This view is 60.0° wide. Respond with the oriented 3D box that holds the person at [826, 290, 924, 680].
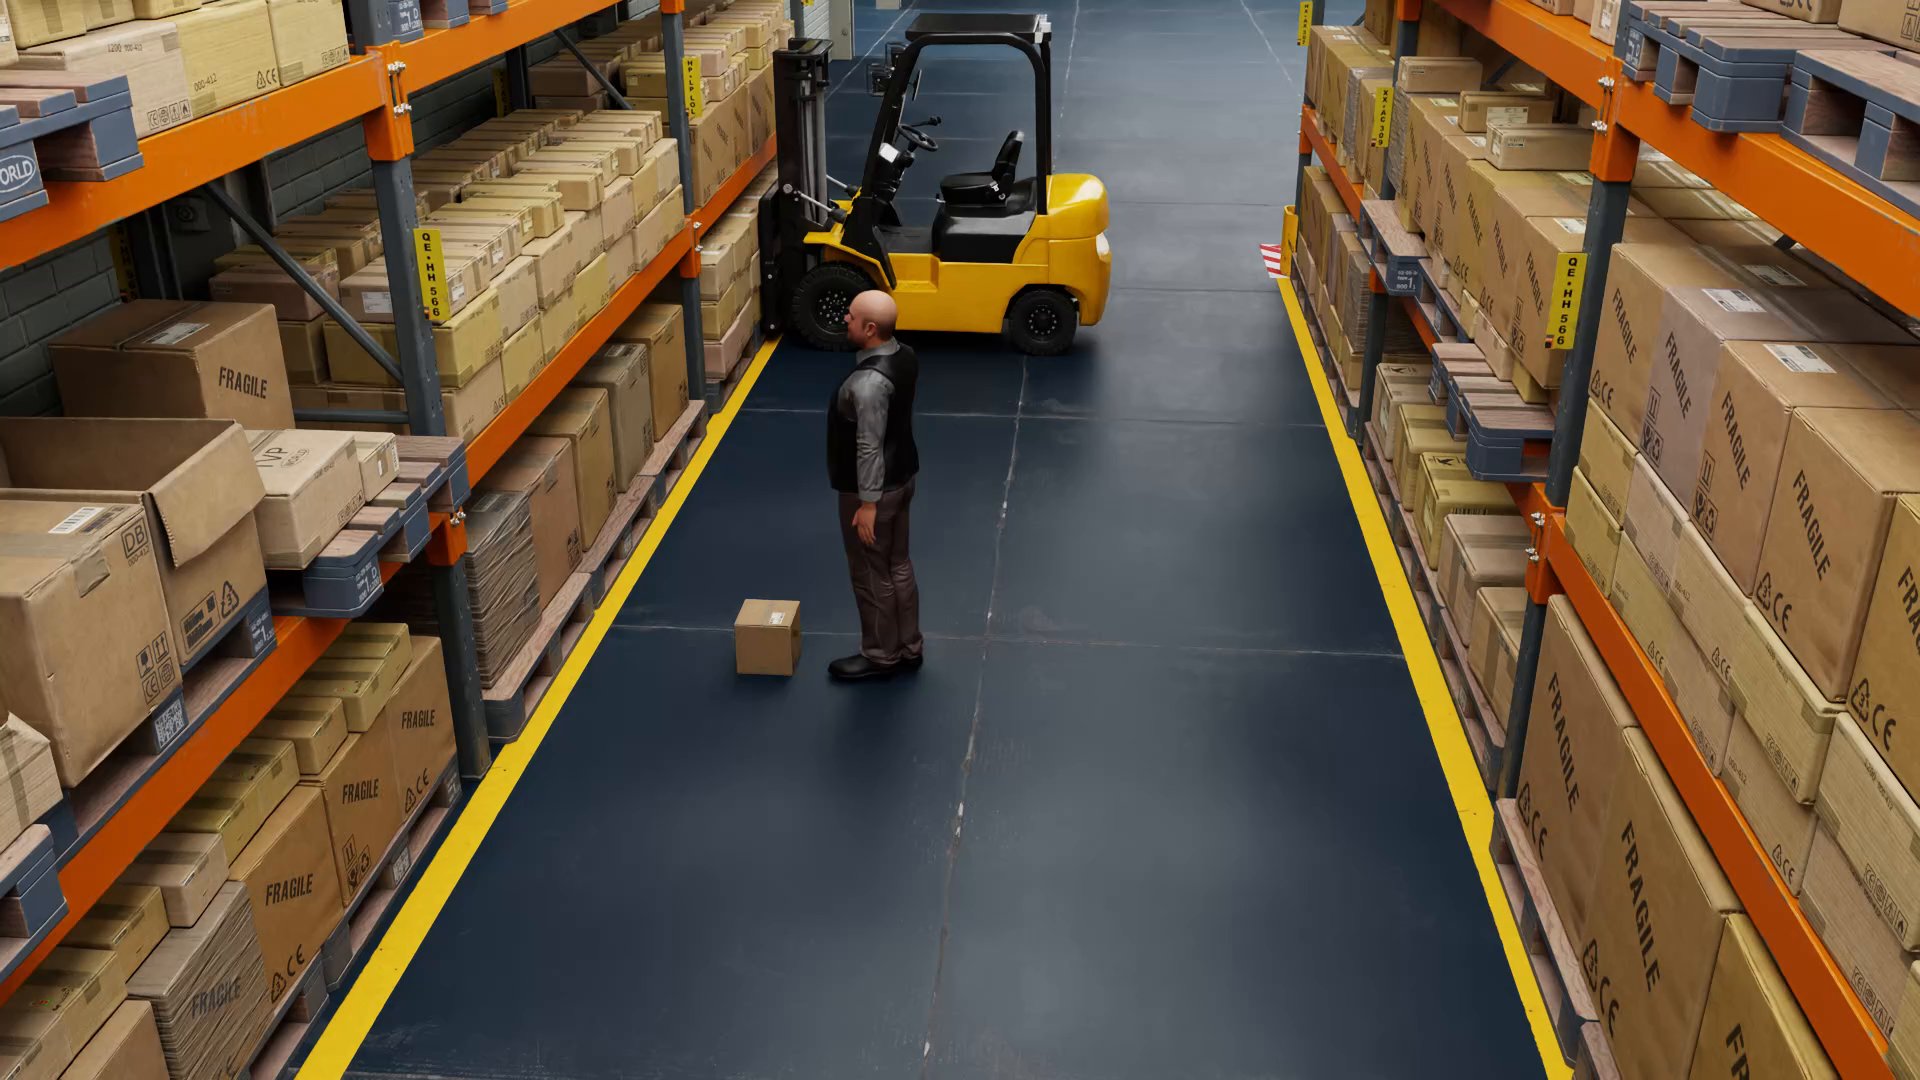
[{"bbox_3d":[-0.352,-0.234,7.114,0.384,1.721,0.593,8,26,17],"label":"person"}]
